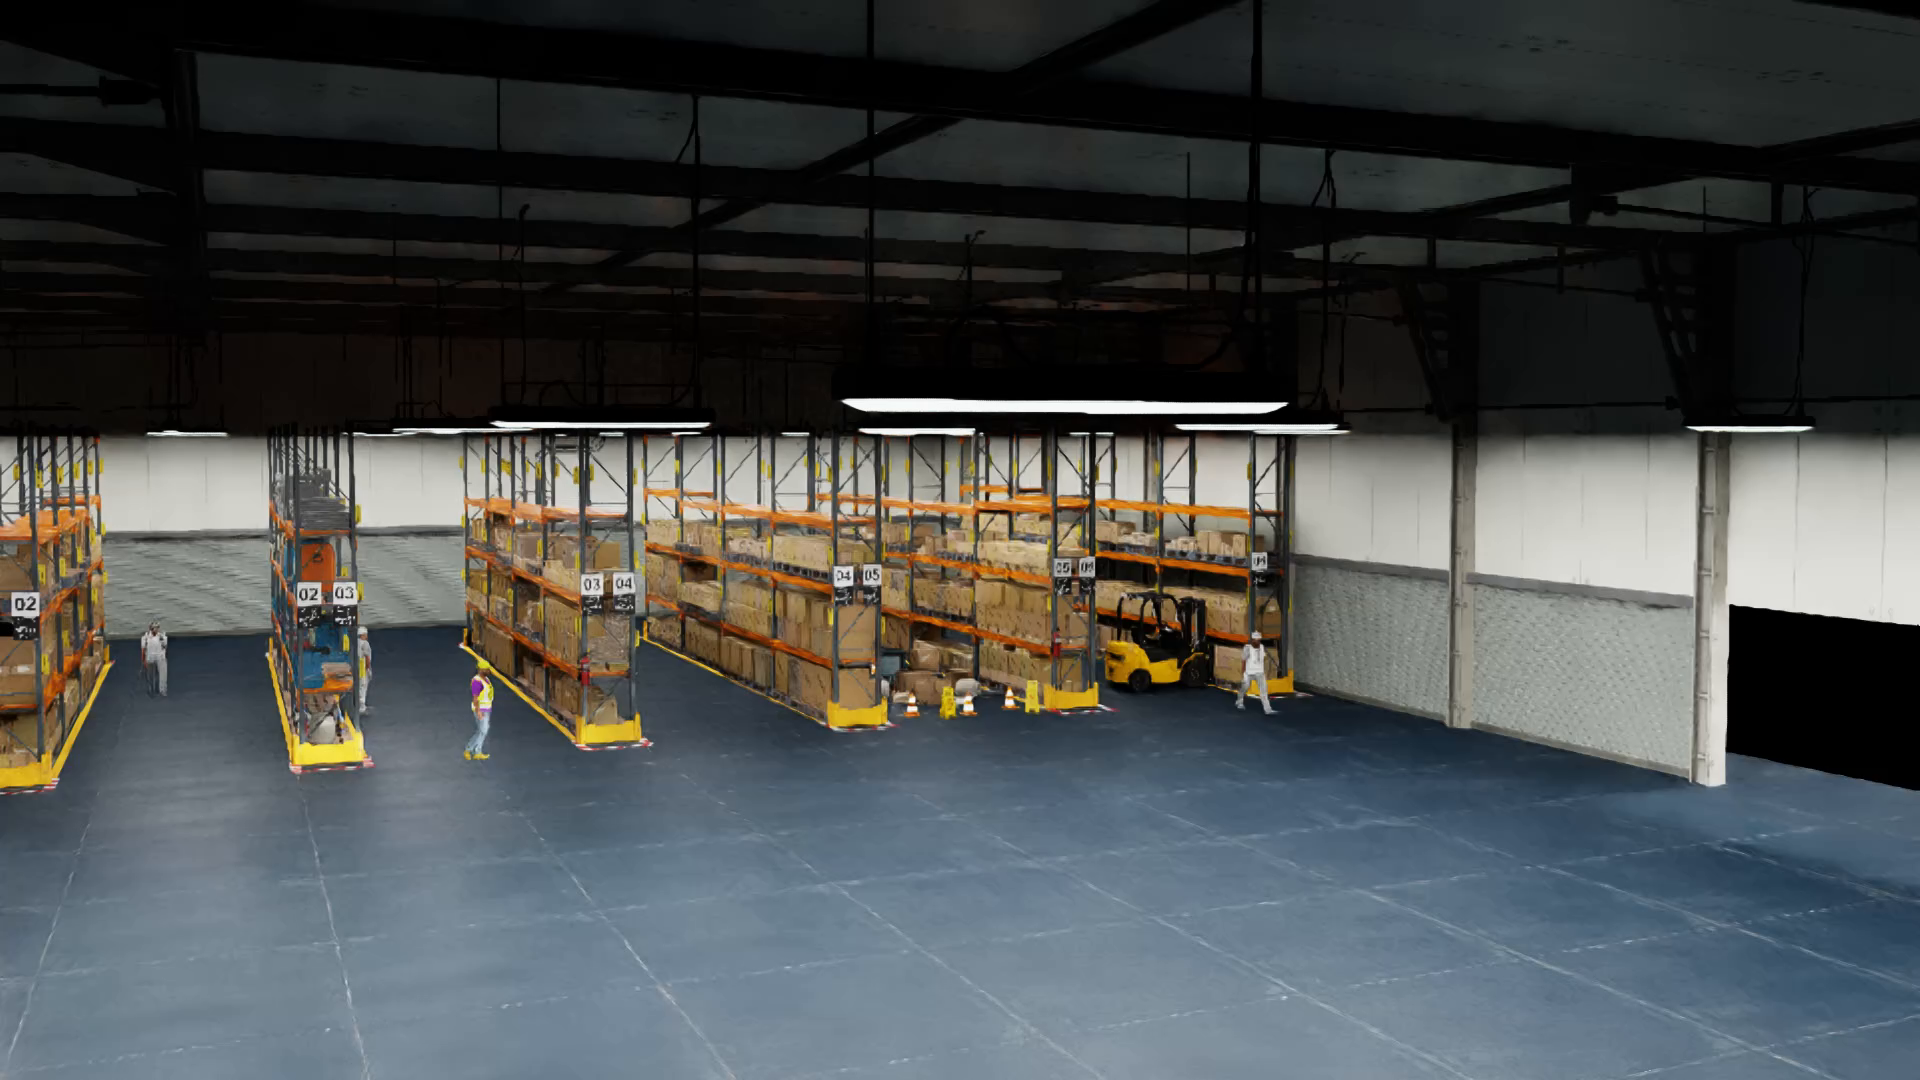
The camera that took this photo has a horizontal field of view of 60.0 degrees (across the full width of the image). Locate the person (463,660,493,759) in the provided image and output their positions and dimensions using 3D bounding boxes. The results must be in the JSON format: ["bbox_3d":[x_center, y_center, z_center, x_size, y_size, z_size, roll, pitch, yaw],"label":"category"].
[{"bbox_3d":[-8.577,3.024,29.587,0.463,1.756,0.720,0,3,4],"label":"person"}]

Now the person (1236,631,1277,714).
[{"bbox_3d":[6.126,2.741,34.622,0.566,1.706,1.099,-1,4,-22],"label":"person"}]

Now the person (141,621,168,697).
[{"bbox_3d":[-17.810,2.614,36.779,0.547,1.670,1.116,-2,4,-26],"label":"person"}]

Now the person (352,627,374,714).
[{"bbox_3d":[-12.391,2.693,34.615,0.625,1.794,0.468,3,5,44],"label":"person"}]
